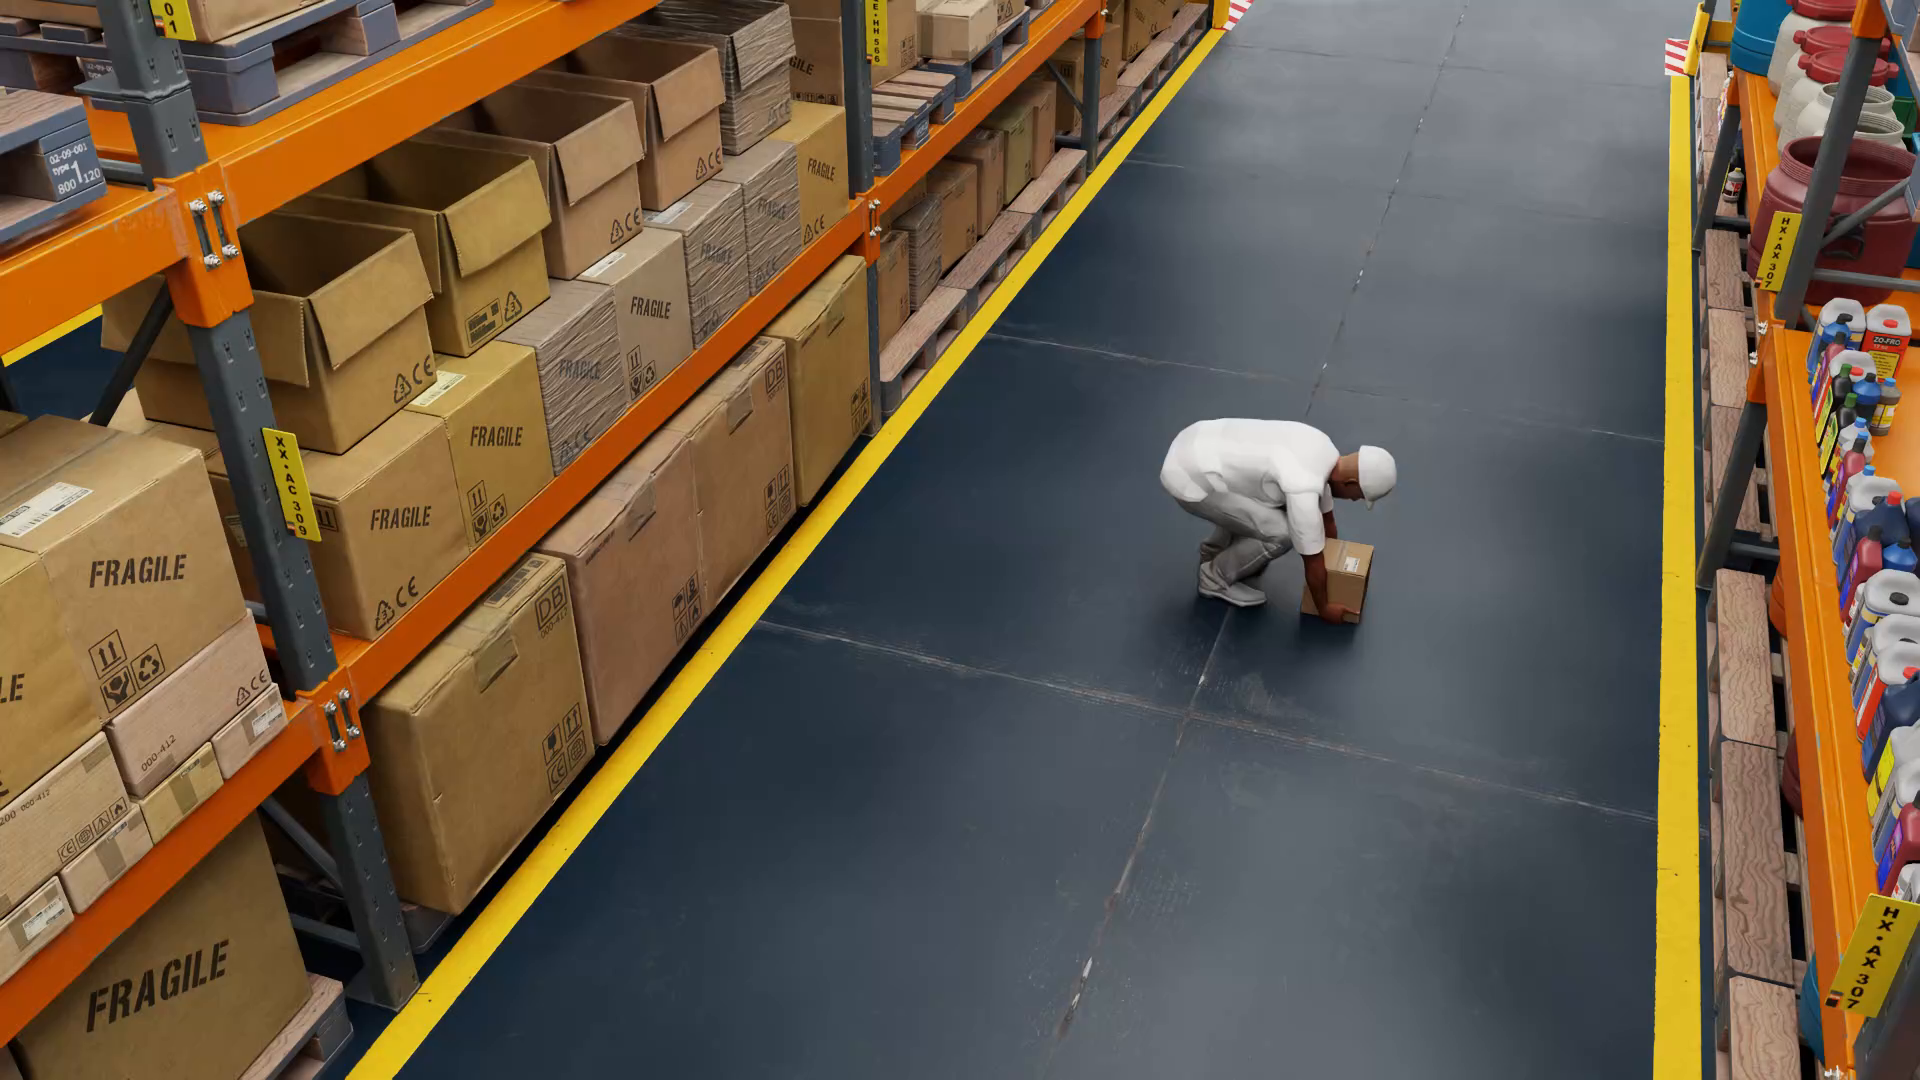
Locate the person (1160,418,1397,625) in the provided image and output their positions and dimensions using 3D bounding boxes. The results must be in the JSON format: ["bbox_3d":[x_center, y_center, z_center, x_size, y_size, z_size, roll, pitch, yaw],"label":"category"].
[{"bbox_3d":[1.356,-0.123,7.201,0.977,0.828,0.518,10,34,15],"label":"person"}]
